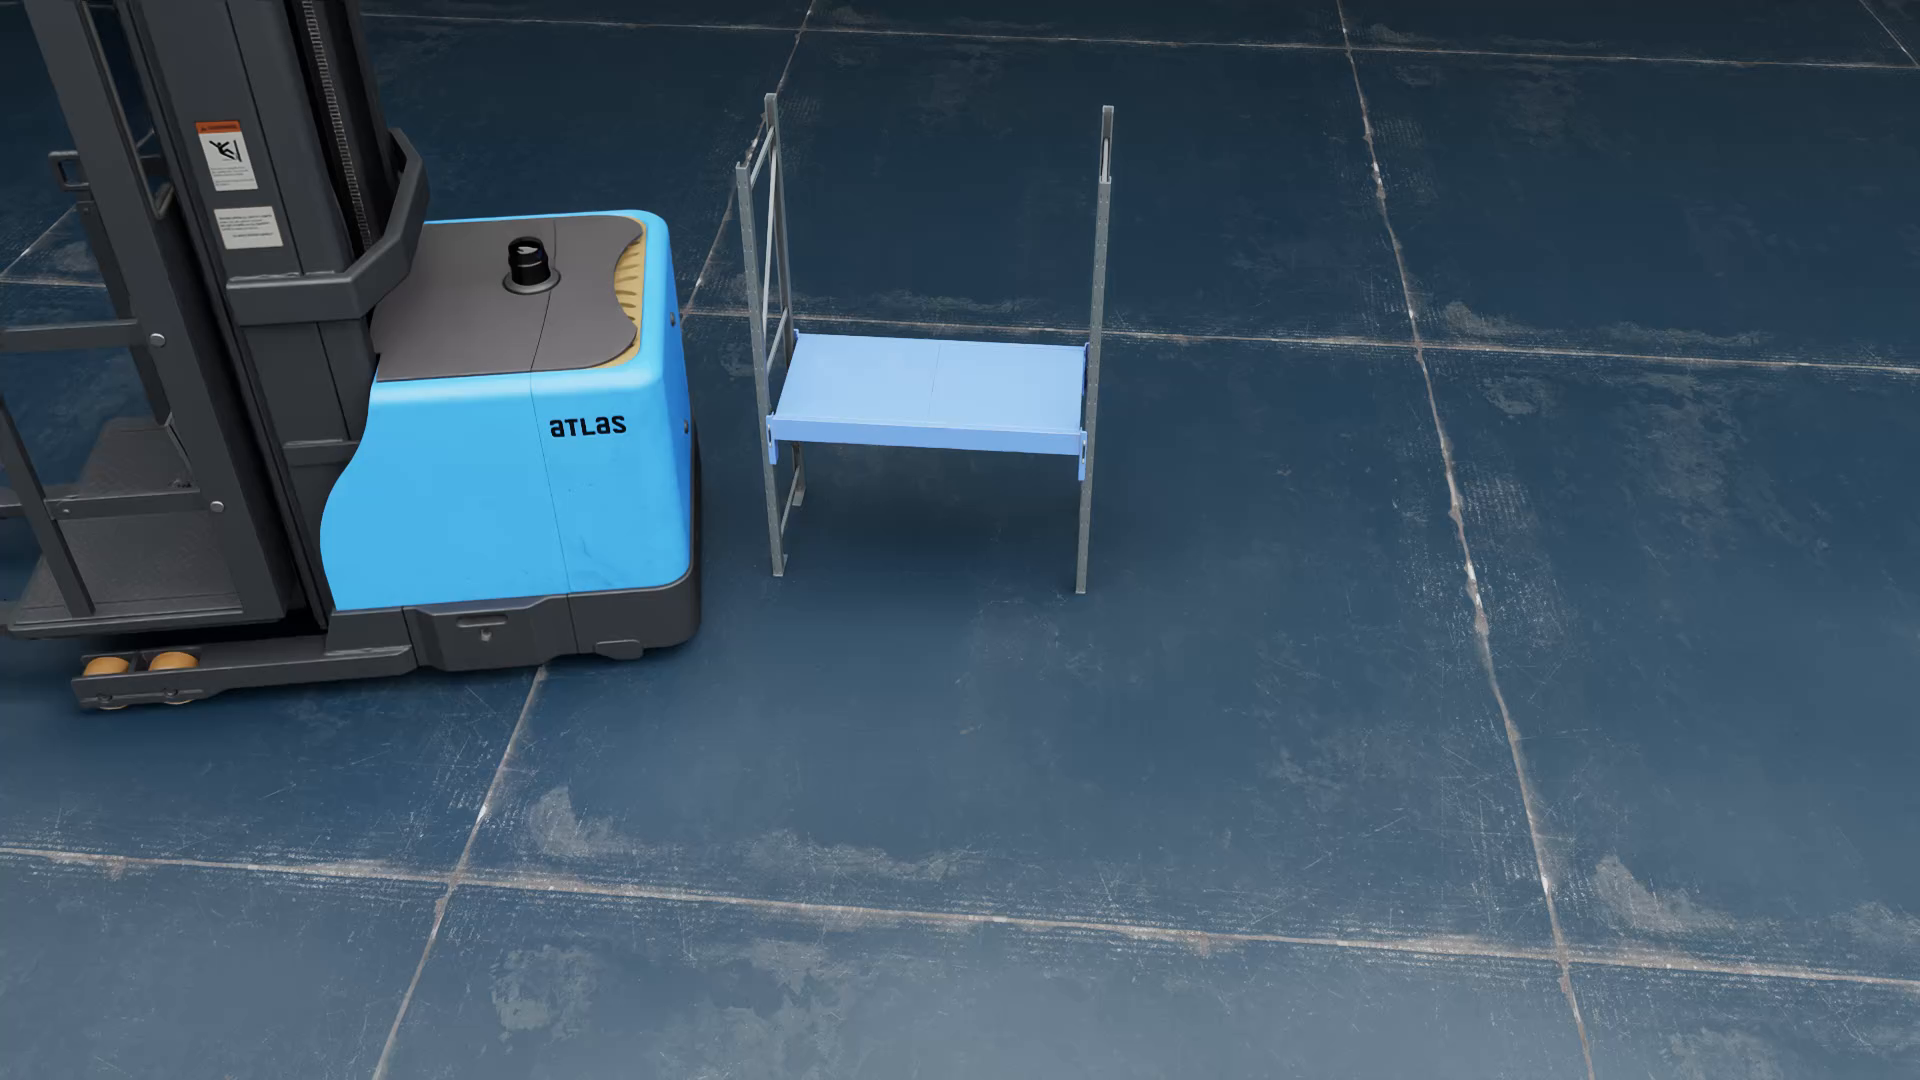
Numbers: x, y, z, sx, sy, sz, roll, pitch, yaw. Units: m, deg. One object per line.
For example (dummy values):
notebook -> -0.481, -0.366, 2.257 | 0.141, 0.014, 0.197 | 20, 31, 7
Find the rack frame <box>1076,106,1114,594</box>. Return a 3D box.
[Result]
rack frame -> 0.421, -0.559, 5.248 | 0.032, 1.500, 0.500 | 3, 39, 4

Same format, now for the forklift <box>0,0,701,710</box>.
forklift -> -2.383, -0.970, 4.620 | 3.031, 2.935, 1.130 | -4, 39, -5

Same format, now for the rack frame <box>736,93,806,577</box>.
rack frame -> -0.591, -0.614, 5.316 | 0.032, 1.500, 0.500 | 3, 39, 4

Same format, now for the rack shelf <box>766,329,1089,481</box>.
rack shelf -> -0.085, -0.447, 5.396 | 1.000, 0.185, 0.538 | 3, 39, 4

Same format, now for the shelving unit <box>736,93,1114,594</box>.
shelving unit -> -0.085, -0.586, 5.282 | 1.048, 1.500, 0.538 | 3, 39, 4
